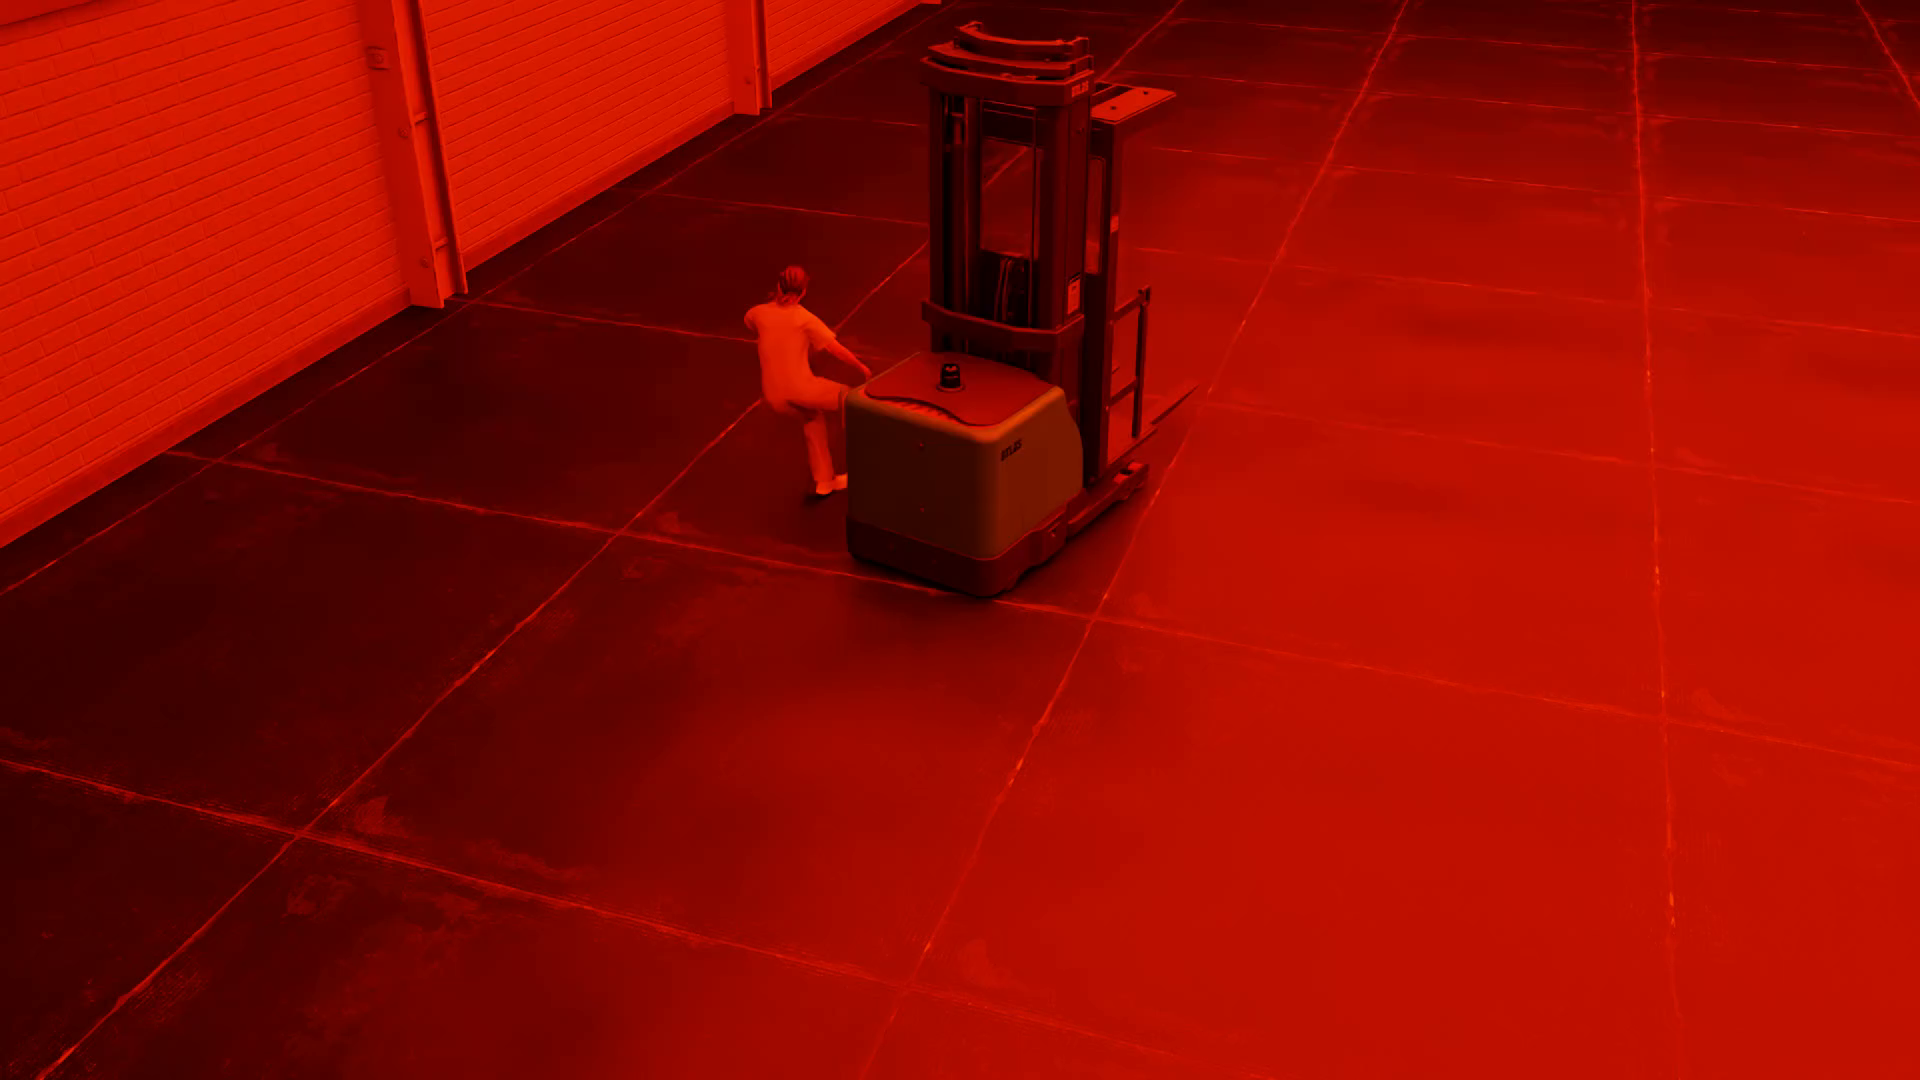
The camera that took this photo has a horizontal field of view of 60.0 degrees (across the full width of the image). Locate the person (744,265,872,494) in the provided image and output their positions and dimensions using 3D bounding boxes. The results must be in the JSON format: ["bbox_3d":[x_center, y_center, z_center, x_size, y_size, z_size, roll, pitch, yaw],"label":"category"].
[{"bbox_3d":[-0.849,-1.047,10.500,1.087,1.430,0.845,6,30,11],"label":"person"}]

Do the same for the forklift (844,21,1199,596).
[{"bbox_3d":[0.556,-1.641,10.015,1.130,2.935,3.031,18,34,28],"label":"forklift"}]
